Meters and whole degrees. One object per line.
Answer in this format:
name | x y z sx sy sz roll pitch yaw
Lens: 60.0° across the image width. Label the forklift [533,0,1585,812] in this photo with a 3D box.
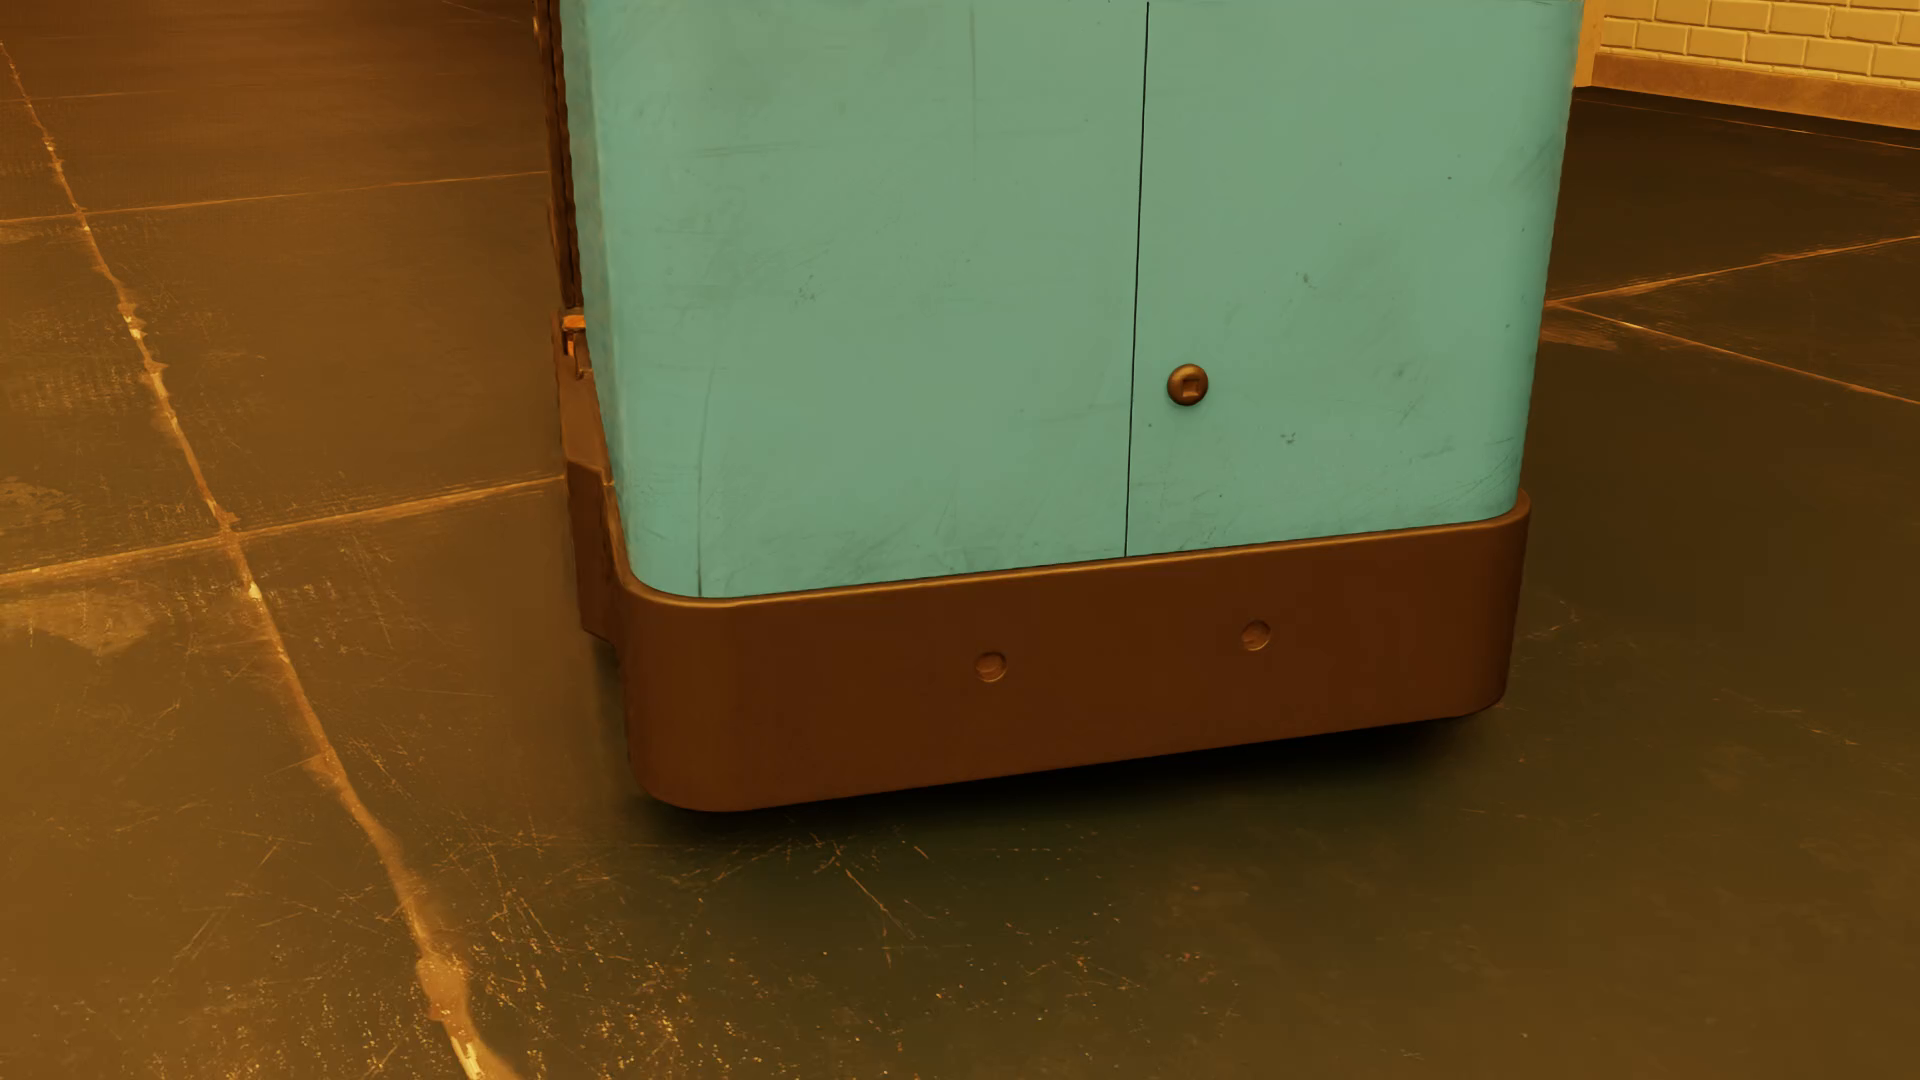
forklift | -0.199 -1.600 2.673 1.130 2.935 3.031 -6 23 -13
